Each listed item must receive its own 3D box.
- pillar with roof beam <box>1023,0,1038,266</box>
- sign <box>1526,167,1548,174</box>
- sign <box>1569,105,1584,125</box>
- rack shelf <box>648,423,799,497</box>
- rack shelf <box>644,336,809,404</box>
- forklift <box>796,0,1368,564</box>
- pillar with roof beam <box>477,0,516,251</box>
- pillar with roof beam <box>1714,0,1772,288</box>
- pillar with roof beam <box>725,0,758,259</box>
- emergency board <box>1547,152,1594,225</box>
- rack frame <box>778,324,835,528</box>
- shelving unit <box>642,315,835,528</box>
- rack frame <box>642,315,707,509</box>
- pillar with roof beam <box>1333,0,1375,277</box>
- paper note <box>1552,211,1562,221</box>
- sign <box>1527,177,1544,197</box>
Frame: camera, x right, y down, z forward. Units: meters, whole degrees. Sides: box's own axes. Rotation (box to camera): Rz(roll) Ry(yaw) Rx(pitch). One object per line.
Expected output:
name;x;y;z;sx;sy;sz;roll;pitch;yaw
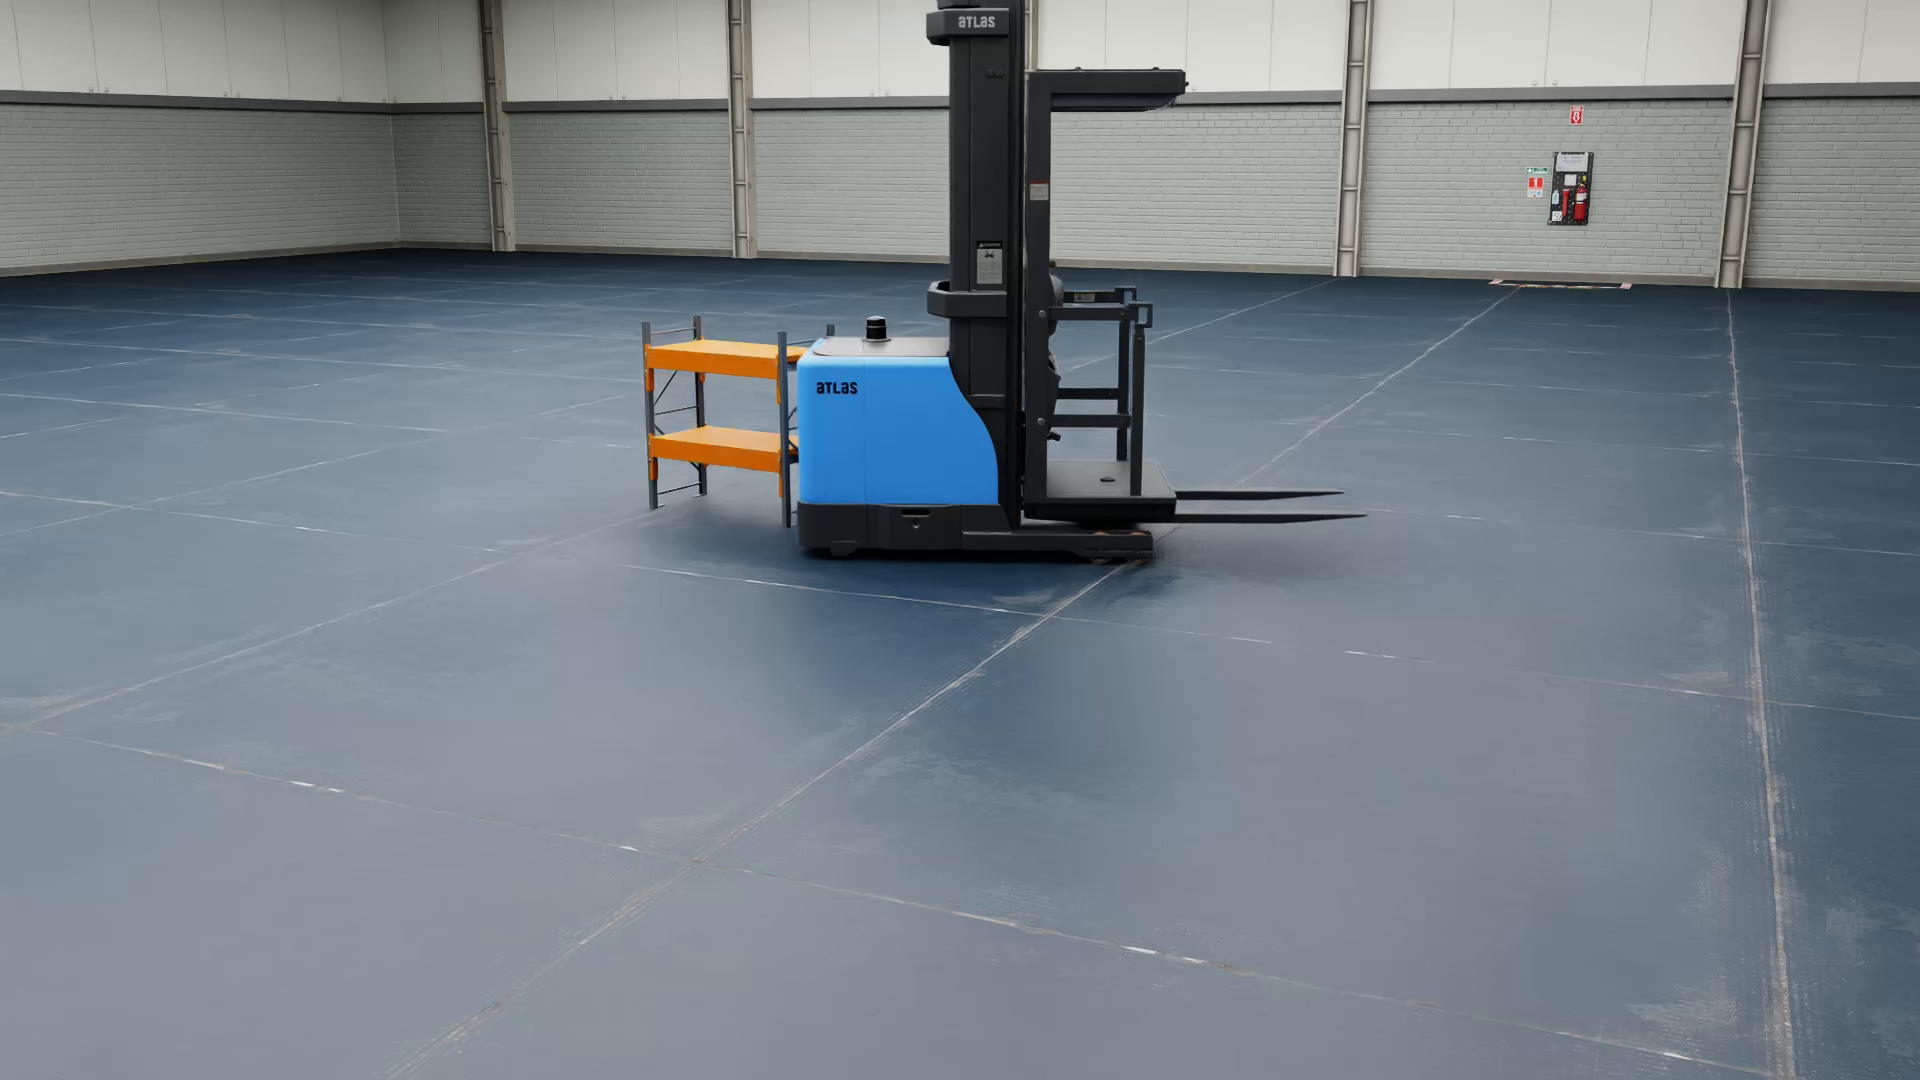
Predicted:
pillar with roof beam;-0.569;-8.593;26.177;0.400;9.000;9.100;6;14;23
sign;9.439;-6.044;27.207;0.331;0.109;0.001;6;14;23
sign;9.935;-6.848;26.798;0.199;0.298;0.001;6;14;23
rack shelf;-1.306;-0.489;9.945;1.000;0.278;0.538;8;15;31
rack shelf;-1.306;-1.012;9.823;1.000;0.278;0.538;8;15;31
forklift;0.662;-1.425;8.913;3.031;2.935;1.130;0;13;1
pillar with roof beam;-11.541;-9.703;30.909;0.400;9.000;9.100;6;14;23
pillar with roof beam;10.403;-7.483;21.445;0.400;9.000;9.100;6;14;23
pillar with roof beam;-6.055;-9.148;28.543;0.400;9.000;9.100;6;14;23
emergency board;9.902;-5.698;26.971;0.643;1.169;0.194;6;14;23
rack frame;-0.876;-0.665;9.627;0.032;1.125;0.500;8;15;31
shelving unit;-1.306;-0.727;9.889;1.048;1.125;0.538;8;15;31
rack frame;-1.737;-0.788;10.152;0.032;1.125;0.500;8;15;31
pillar with roof beam;4.917;-8.038;23.811;0.400;9.000;9.100;6;14;23
paper note;9.768;-5.300;27.203;0.142;0.148;0.016;6;14;23
sign;9.439;-5.788;27.277;0.234;0.329;0.001;6;14;23
